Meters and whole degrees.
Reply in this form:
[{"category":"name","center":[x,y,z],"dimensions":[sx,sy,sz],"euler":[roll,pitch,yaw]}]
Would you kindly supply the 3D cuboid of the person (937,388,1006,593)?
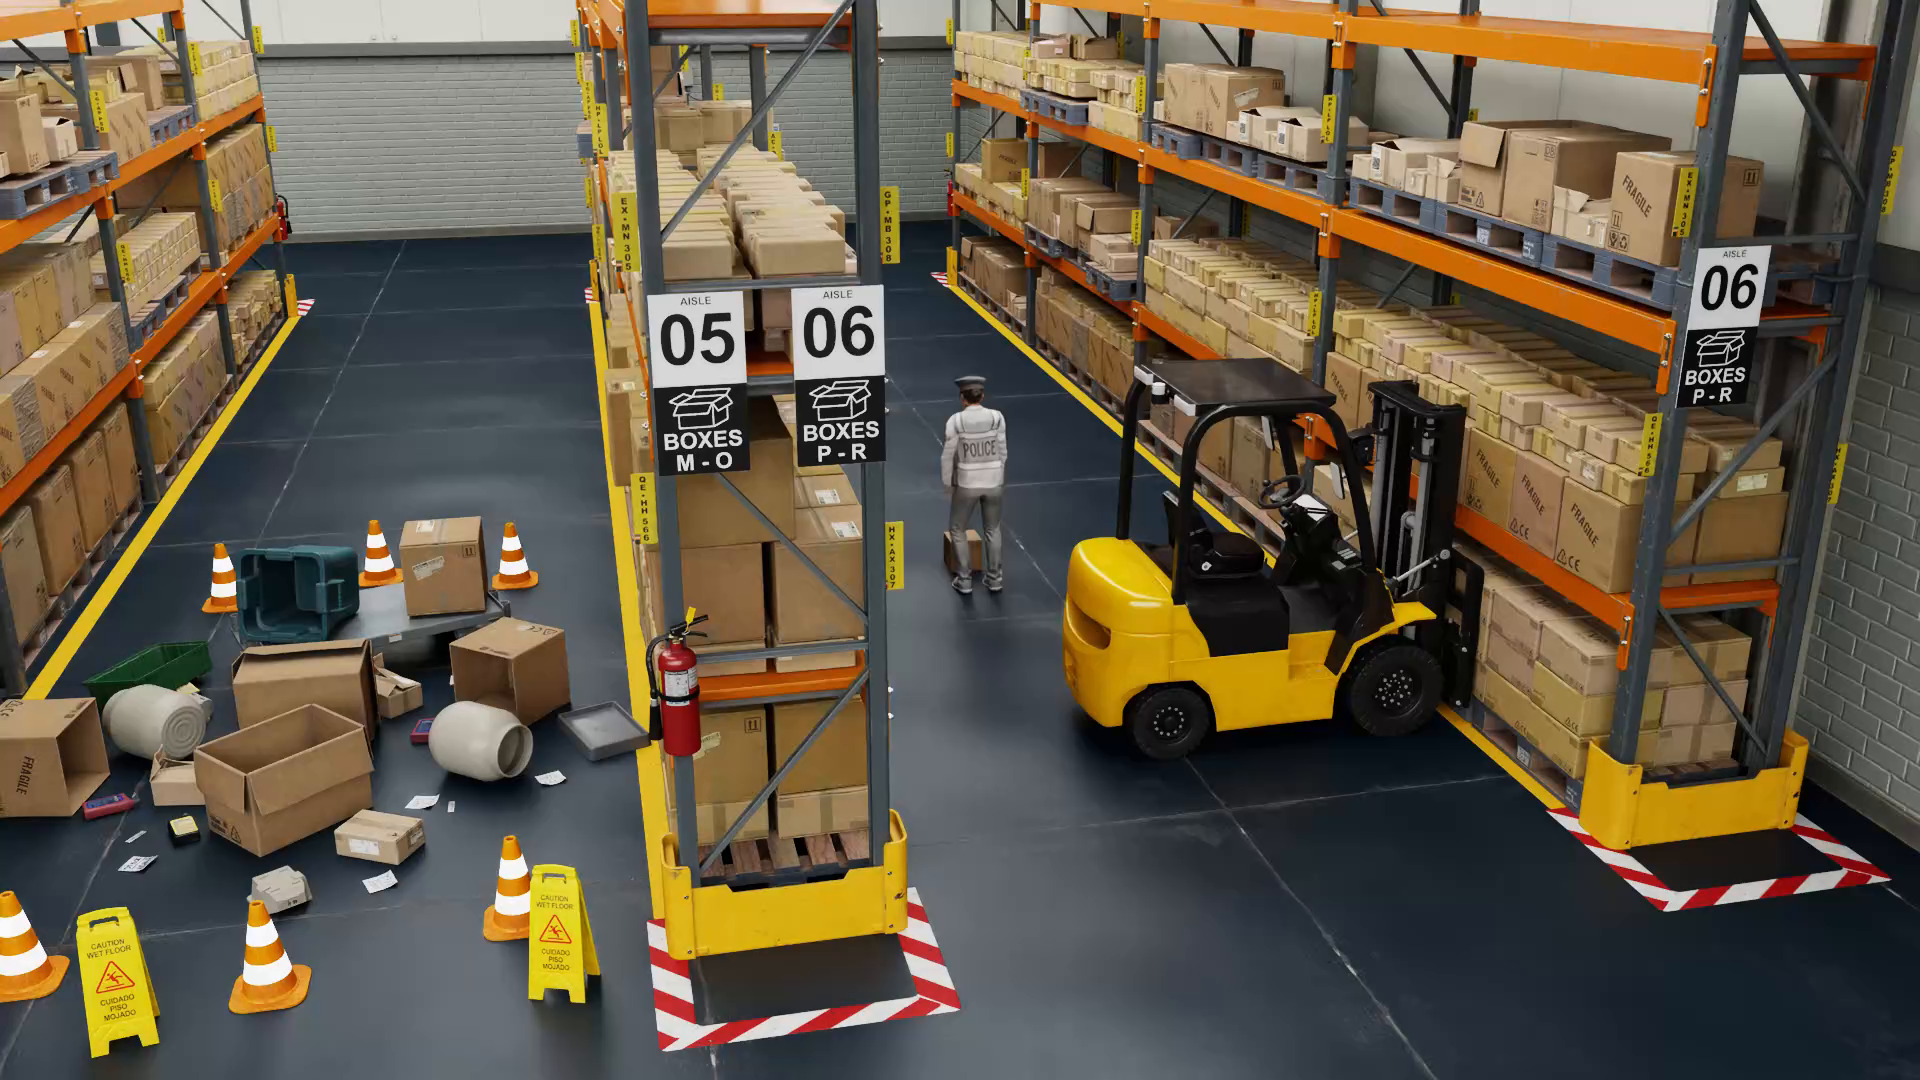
[{"category":"person","center":[0.090,-0.361,12.306],"dimensions":[0.527,1.522,0.591],"euler":[-4,20,-12]}]
